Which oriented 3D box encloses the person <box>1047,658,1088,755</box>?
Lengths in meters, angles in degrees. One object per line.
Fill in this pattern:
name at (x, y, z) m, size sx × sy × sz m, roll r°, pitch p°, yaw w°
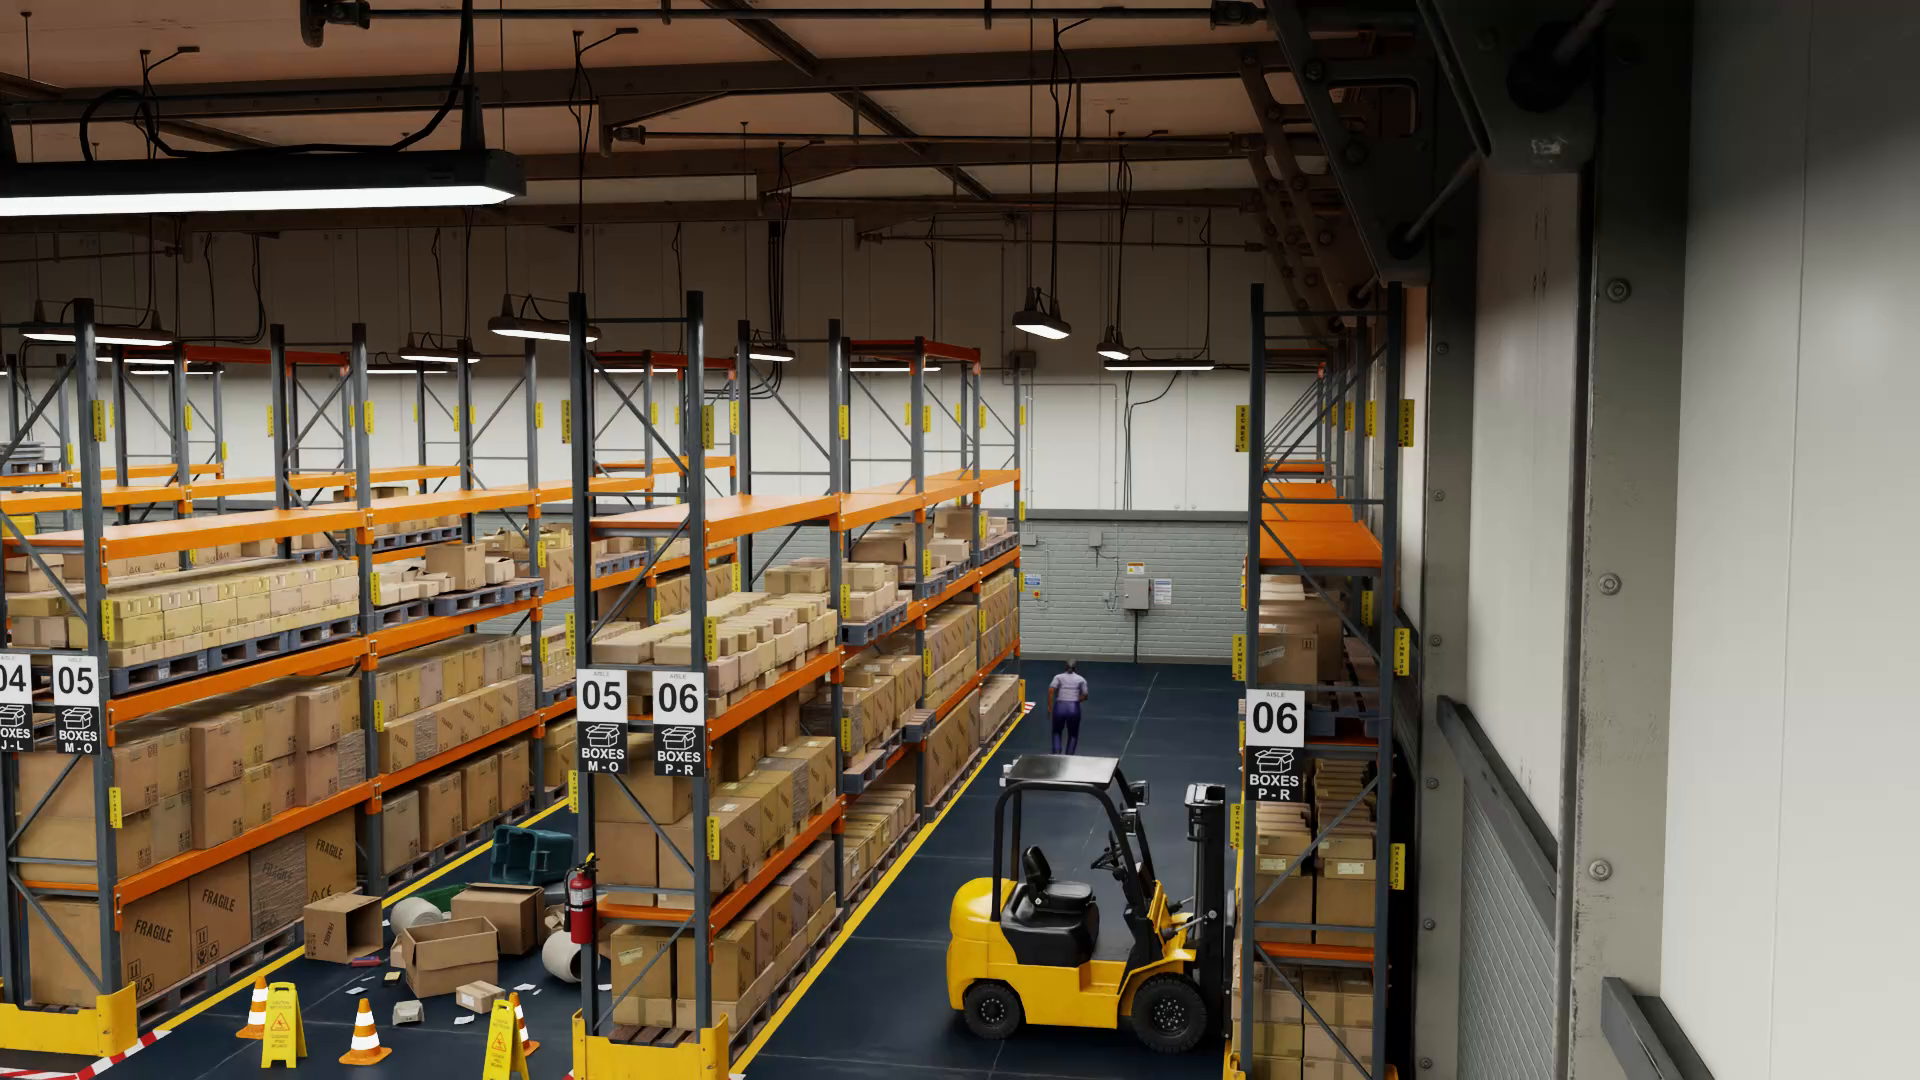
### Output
person at (1.547, 2.479, 23.916) m, size 0.580 × 1.546 × 0.722 m, roll 1°, pitch 5°, yaw 12°
